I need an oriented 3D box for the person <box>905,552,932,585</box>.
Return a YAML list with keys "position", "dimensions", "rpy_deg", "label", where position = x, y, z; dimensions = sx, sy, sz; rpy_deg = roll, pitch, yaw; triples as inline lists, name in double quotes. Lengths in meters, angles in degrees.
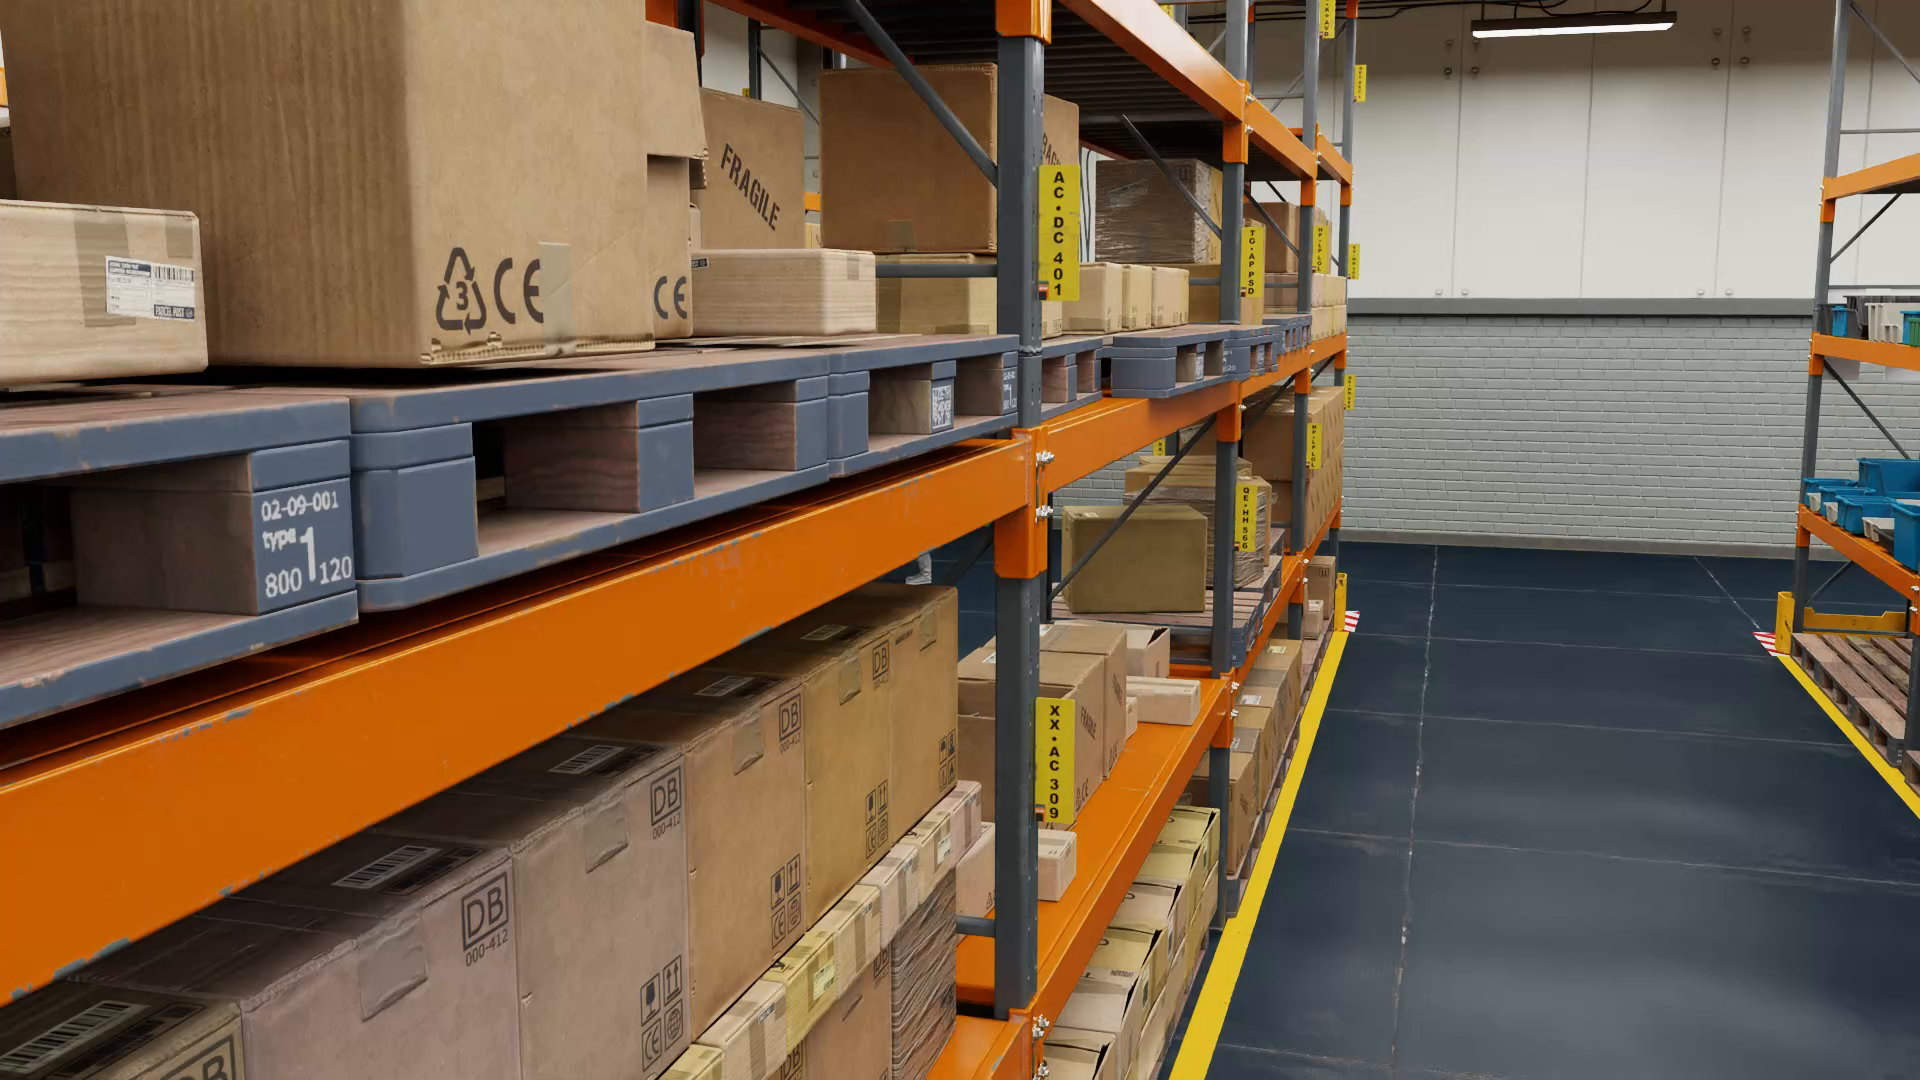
- position: [-0.514, -0.359, 18.185]
  dimensions: [0.539, 1.690, 0.456]
  rpy_deg: [0, 8, -1]
  label: "person"
